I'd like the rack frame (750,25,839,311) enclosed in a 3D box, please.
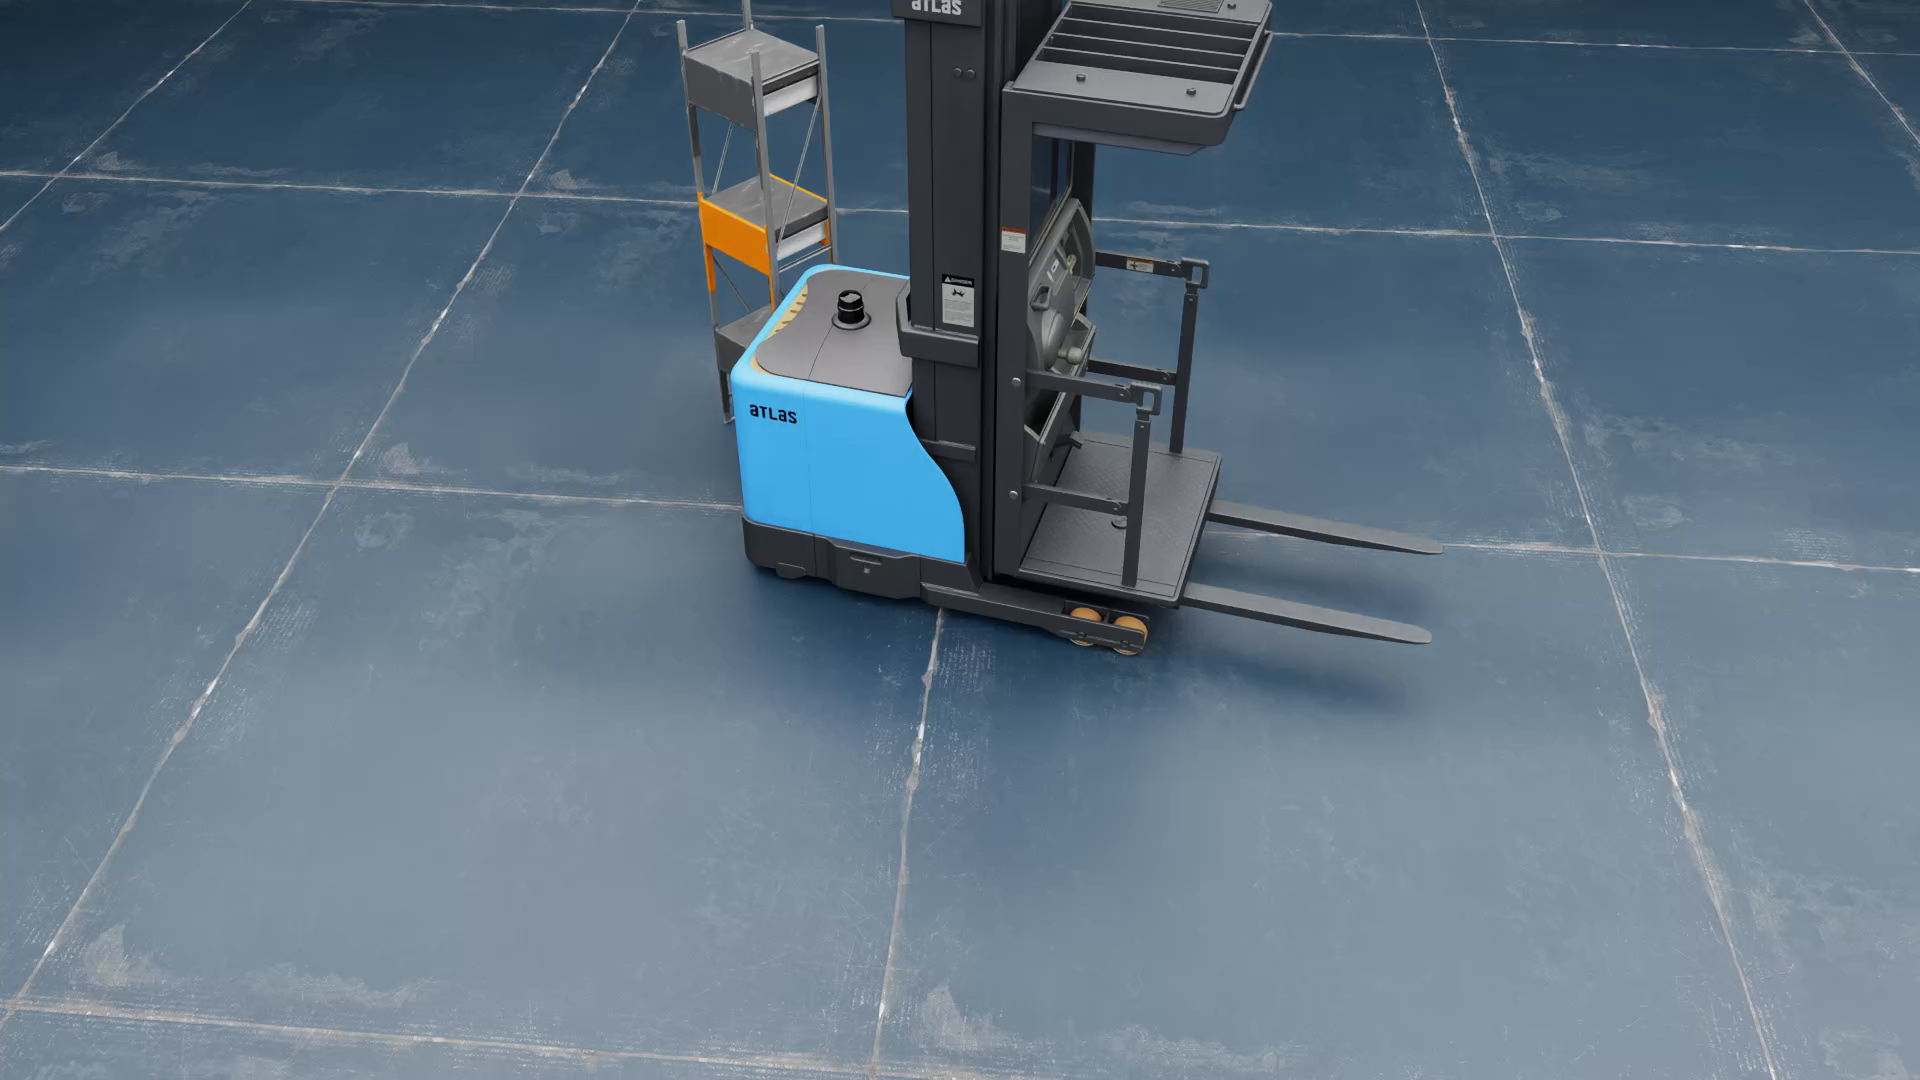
[{"bbox_3d":[-0.717,-1.294,7.666,0.015,2.100,0.400,31,48,33],"label":"rack frame"}]

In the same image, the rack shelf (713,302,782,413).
[{"bbox_3d":[-0.886,-0.840,8.244,0.480,0.518,0.431,31,48,33],"label":"rack shelf"}]

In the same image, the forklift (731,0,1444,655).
[{"bbox_3d":[0.599,-1.020,6.682,3.031,2.935,1.130,11,40,13],"label":"forklift"}]

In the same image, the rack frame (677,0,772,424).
[{"bbox_3d":[-1.069,-1.502,7.932,0.015,2.100,0.400,31,48,33],"label":"rack frame"}]

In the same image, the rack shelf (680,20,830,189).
[{"bbox_3d":[-0.899,-1.934,7.371,0.480,0.518,0.431,31,48,33],"label":"rack shelf"}]

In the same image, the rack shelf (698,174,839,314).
[{"bbox_3d":[-0.893,-1.387,7.807,0.480,0.518,0.431,31,48,33],"label":"rack shelf"}]

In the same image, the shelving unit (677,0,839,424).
[{"bbox_3d":[-0.893,-1.398,7.799,0.503,2.100,0.431,31,48,33],"label":"shelving unit"}]
